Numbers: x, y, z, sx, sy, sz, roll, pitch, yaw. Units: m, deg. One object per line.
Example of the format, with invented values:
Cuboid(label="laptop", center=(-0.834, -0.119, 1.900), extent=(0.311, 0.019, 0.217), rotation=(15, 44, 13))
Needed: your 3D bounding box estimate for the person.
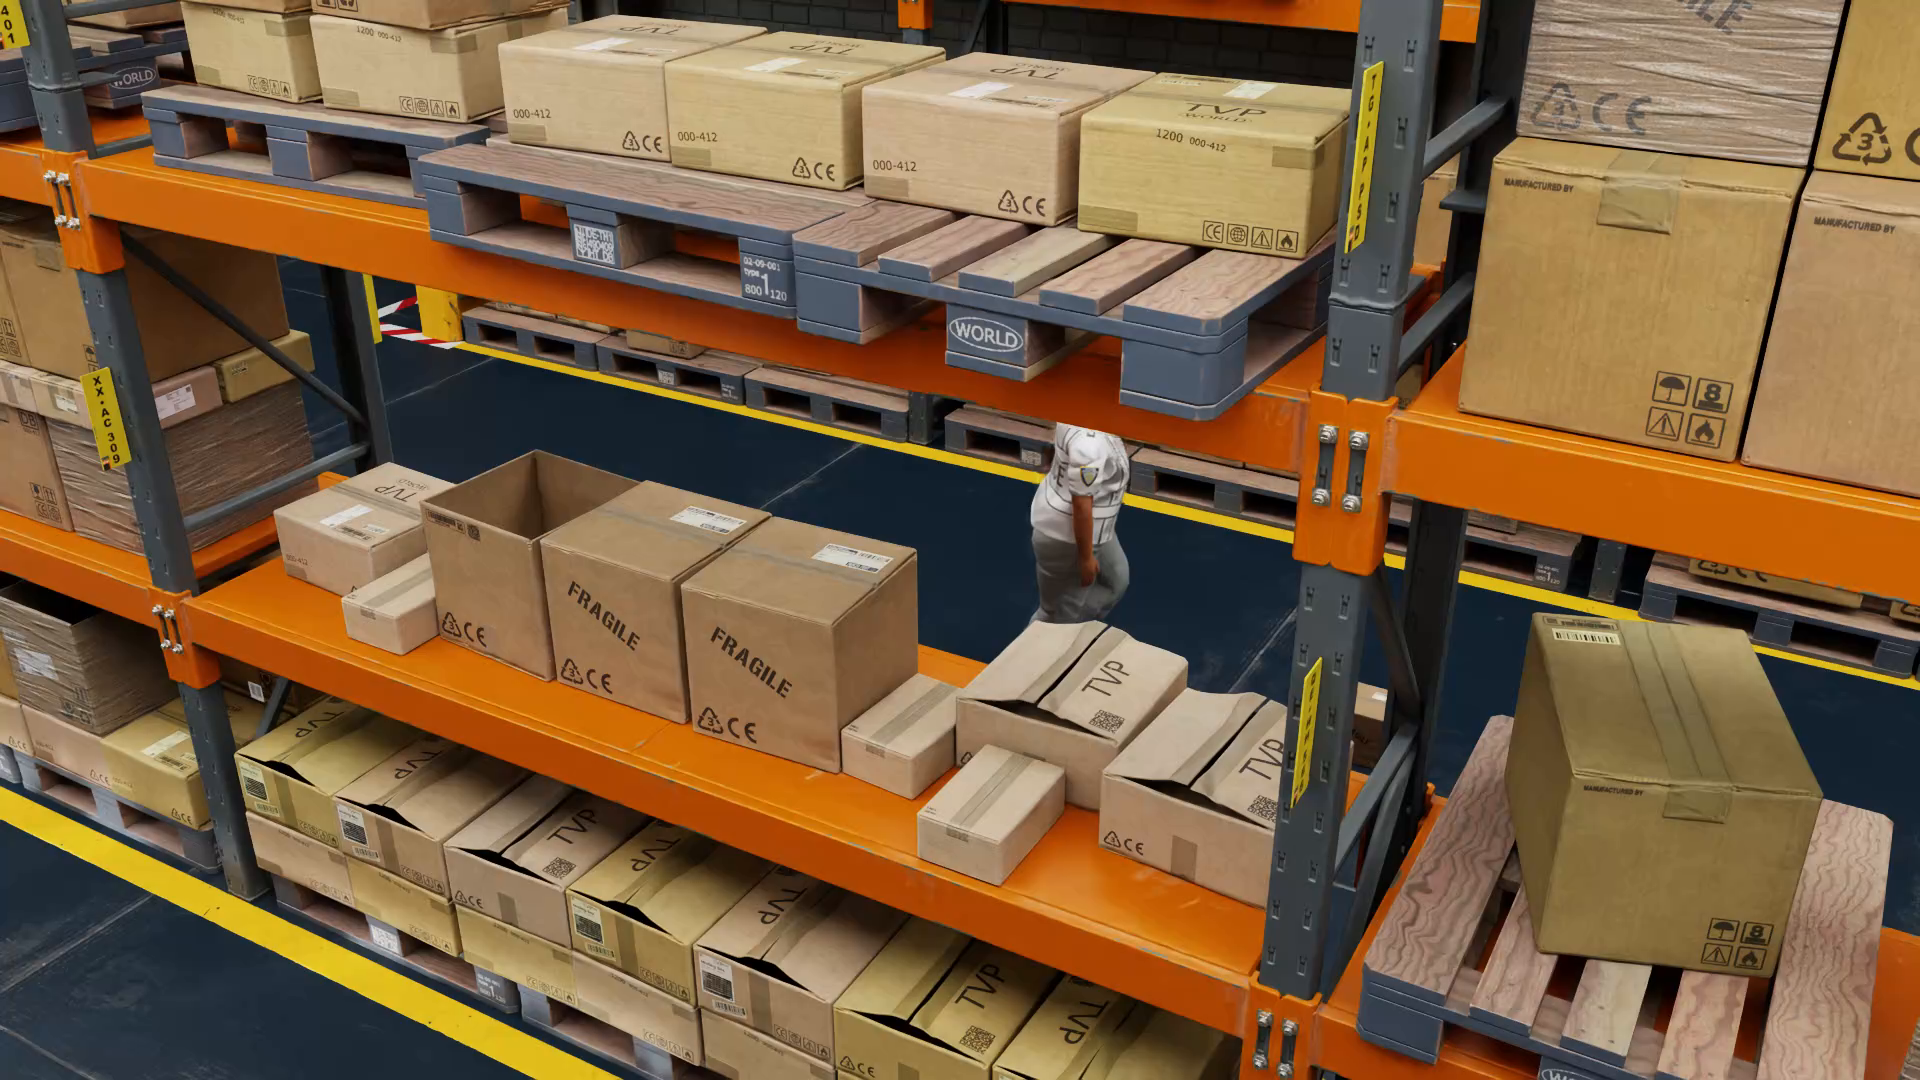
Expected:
Cuboid(label="person", center=(0.503, -0.030, 7.147), extent=(0.515, 1.655, 0.512), rotation=(2, 27, 3))
